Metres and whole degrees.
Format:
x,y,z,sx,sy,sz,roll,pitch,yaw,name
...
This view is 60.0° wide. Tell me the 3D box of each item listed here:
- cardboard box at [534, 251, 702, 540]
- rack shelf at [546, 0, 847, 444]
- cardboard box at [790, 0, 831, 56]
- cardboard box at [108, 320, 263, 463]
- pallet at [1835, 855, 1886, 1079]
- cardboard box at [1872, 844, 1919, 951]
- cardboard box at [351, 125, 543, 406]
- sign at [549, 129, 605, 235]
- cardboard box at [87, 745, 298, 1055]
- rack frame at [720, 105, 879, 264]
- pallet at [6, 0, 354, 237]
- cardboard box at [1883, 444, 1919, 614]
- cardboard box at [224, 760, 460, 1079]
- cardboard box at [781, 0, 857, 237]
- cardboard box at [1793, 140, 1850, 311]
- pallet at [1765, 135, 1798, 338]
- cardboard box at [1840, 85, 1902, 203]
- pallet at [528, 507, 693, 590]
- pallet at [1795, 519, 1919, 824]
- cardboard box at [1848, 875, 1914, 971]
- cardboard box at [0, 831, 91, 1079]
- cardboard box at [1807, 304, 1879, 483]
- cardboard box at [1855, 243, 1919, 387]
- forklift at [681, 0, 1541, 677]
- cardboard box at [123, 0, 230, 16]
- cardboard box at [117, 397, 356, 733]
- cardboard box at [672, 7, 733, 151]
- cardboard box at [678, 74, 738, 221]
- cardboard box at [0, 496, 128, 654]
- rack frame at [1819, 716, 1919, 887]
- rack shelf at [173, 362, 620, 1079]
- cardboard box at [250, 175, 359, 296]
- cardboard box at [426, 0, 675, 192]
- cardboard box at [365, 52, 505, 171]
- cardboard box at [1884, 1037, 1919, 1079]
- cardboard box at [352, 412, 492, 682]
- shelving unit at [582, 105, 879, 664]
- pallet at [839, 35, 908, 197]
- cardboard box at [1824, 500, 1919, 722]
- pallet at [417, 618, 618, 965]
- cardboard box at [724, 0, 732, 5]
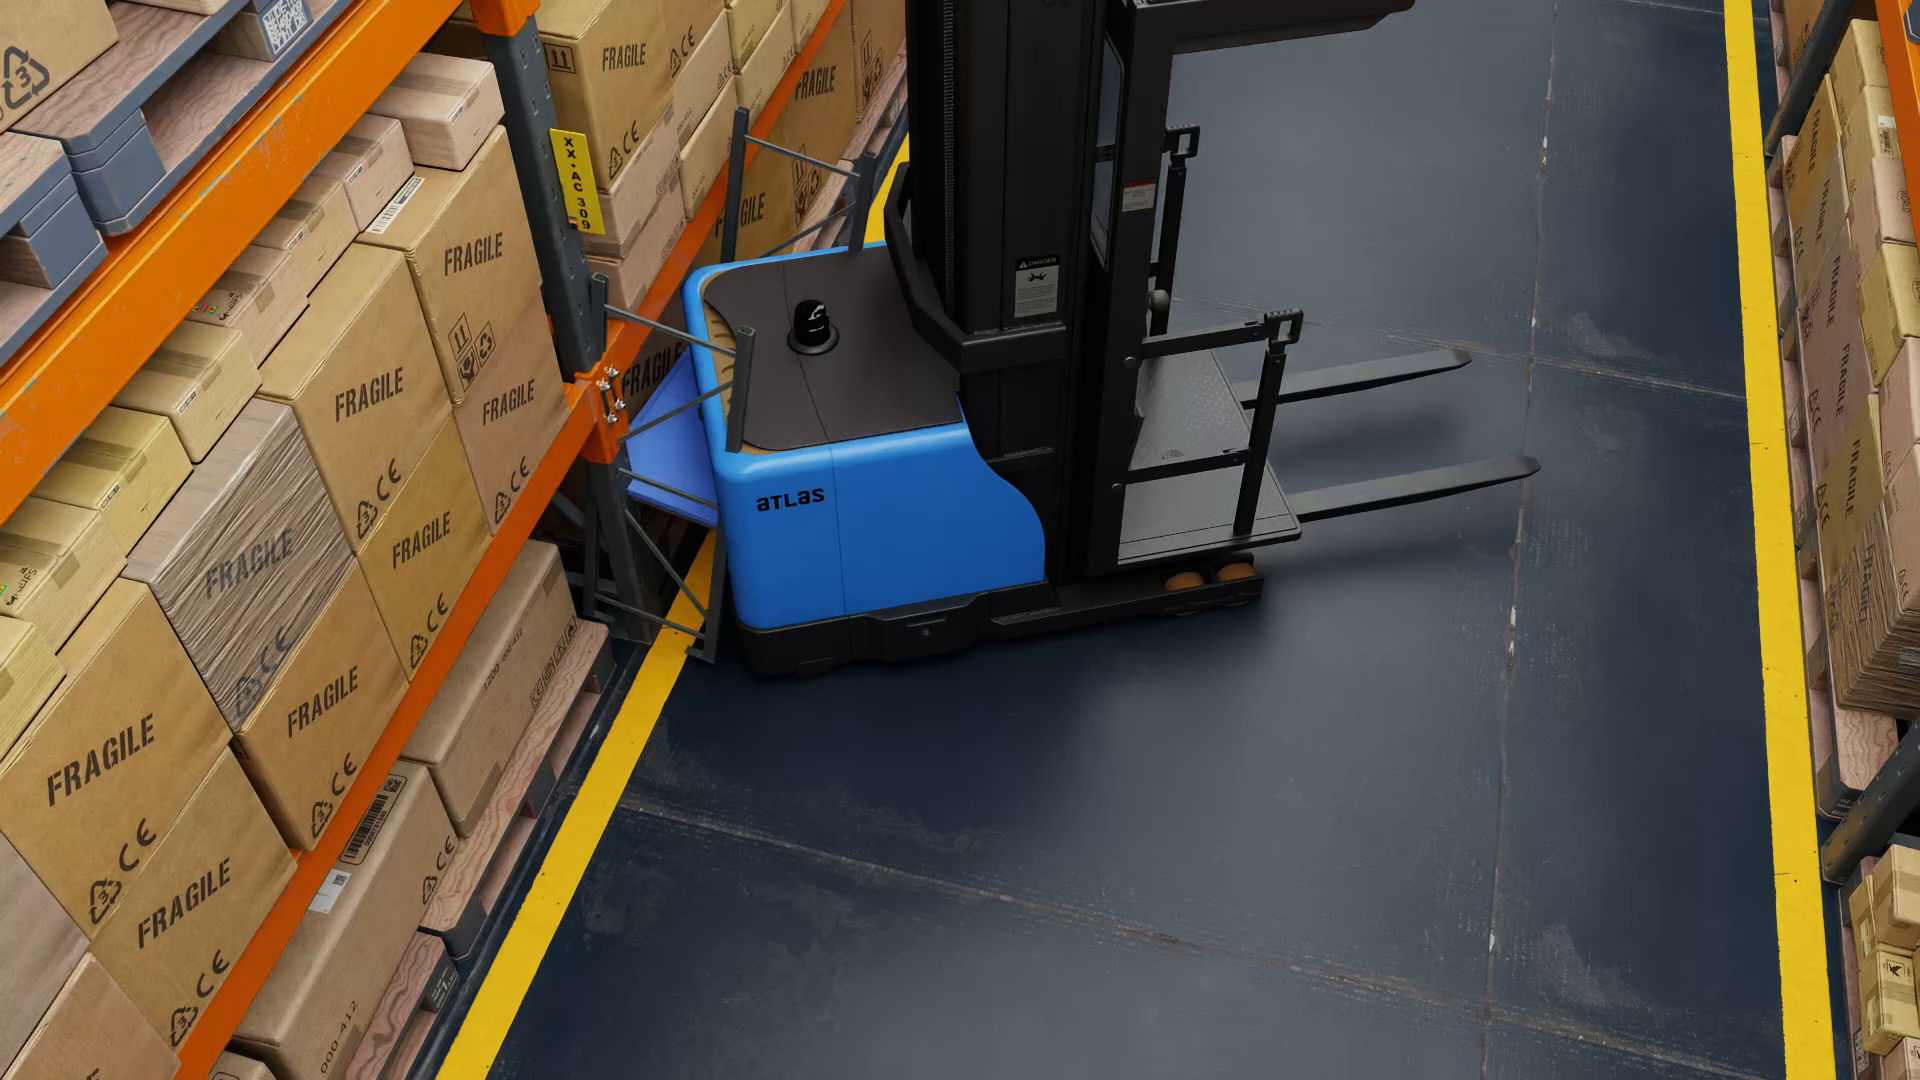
x,y,z,sx,sy,sz,roll,pitch,yaw,name
-1.476,-0.654,5.964,0.875,0.875,0.875,13,50,11,cardboard box
-1.036,-1.962,6.461,1.077,0.370,4.000,12,50,10,rack shelf
-0.766,-2.072,6.178,0.500,0.250,0.500,11,49,9,cardboard box
-1.666,-0.324,3.369,0.380,0.149,0.250,11,50,10,cardboard box
3.097,1.565,4.728,1.003,0.211,1.213,12,50,10,pallet
2.836,1.055,4.741,0.380,0.149,0.250,14,50,12,cardboard box
-1.420,-0.722,4.153,0.500,0.500,0.500,11,50,10,cardboard box
-1.026,-0.958,4.465,0.100,0.325,0.005,12,50,10,sign
-1.838,0.714,3.552,0.500,0.500,0.500,13,50,11,cardboard box
-0.637,-0.834,5.986,0.500,1.500,0.032,20,46,5,rack frame
-1.788,-1.127,3.303,1.003,0.211,1.213,12,50,10,pallet
3.192,0.001,5.135,0.500,0.250,0.500,10,49,9,cardboard box
-2.066,1.036,4.764,0.875,0.438,0.875,10,49,9,cardboard box
-1.010,-1.955,7.112,0.875,0.875,0.875,12,50,10,cardboard box
3.732,-1.230,6.722,0.500,0.500,0.500,12,50,10,cardboard box
4.086,-1.256,7.218,1.003,0.211,1.213,12,50,10,pallet
3.744,-1.486,6.447,0.500,0.250,0.500,11,49,10,cardboard box
-1.432,-0.404,6.466,1.003,0.211,1.213,12,50,10,pallet
3.444,0.509,5.660,1.003,0.211,1.213,12,50,10,pallet
2.834,1.154,4.852,0.380,0.149,0.250,10,49,8,cardboard box
-1.957,0.736,2.867,0.500,0.500,0.500,11,50,10,cardboard box
3.466,-0.488,6.067,0.500,0.500,0.500,11,49,9,cardboard box
3.466,-0.753,5.801,0.500,0.250,0.500,10,49,8,cardboard box
0.614,-1.076,5.245,3.031,2.935,1.130,-10,49,-9,forklift
-1.491,-1.119,3.057,0.380,0.149,0.250,13,50,11,cardboard box
-1.686,0.013,3.504,0.500,0.500,0.500,12,50,11,cardboard box
-1.064,-1.515,5.353,0.500,0.250,0.500,12,50,11,cardboard box
-1.057,-1.345,5.536,0.500,0.250,0.500,10,49,9,cardboard box
-1.784,0.046,3.042,0.380,0.149,0.250,12,50,10,cardboard box
3.240,0.150,4.117,1.000,3.000,0.127,12,50,10,rack frame
-2.088,0.931,3.908,1.077,0.370,4.000,12,50,10,rack shelf
-1.585,-0.699,3.700,0.380,0.149,0.250,12,50,10,cardboard box
-1.169,-1.379,4.733,0.500,0.500,0.500,12,50,10,cardboard box
-1.336,-1.047,4.007,0.380,0.149,0.250,11,49,9,cardboard box
2.749,1.537,4.514,0.380,0.149,0.250,11,50,10,cardboard box
-1.568,-0.028,4.207,0.500,0.500,0.500,10,49,9,cardboard box
-0.795,-0.502,5.635,0.538,1.500,1.048,20,46,5,shelving unit
-0.789,-2.169,8.024,1.003,0.211,1.213,12,50,10,pallet
3.192,0.253,5.413,0.500,0.500,0.500,11,49,9,cardboard box
-1.838,0.703,5.488,1.003,0.211,1.213,12,50,10,pallet
-0.927,-2.115,5.383,0.500,0.500,0.500,10,49,9,cardboard box
